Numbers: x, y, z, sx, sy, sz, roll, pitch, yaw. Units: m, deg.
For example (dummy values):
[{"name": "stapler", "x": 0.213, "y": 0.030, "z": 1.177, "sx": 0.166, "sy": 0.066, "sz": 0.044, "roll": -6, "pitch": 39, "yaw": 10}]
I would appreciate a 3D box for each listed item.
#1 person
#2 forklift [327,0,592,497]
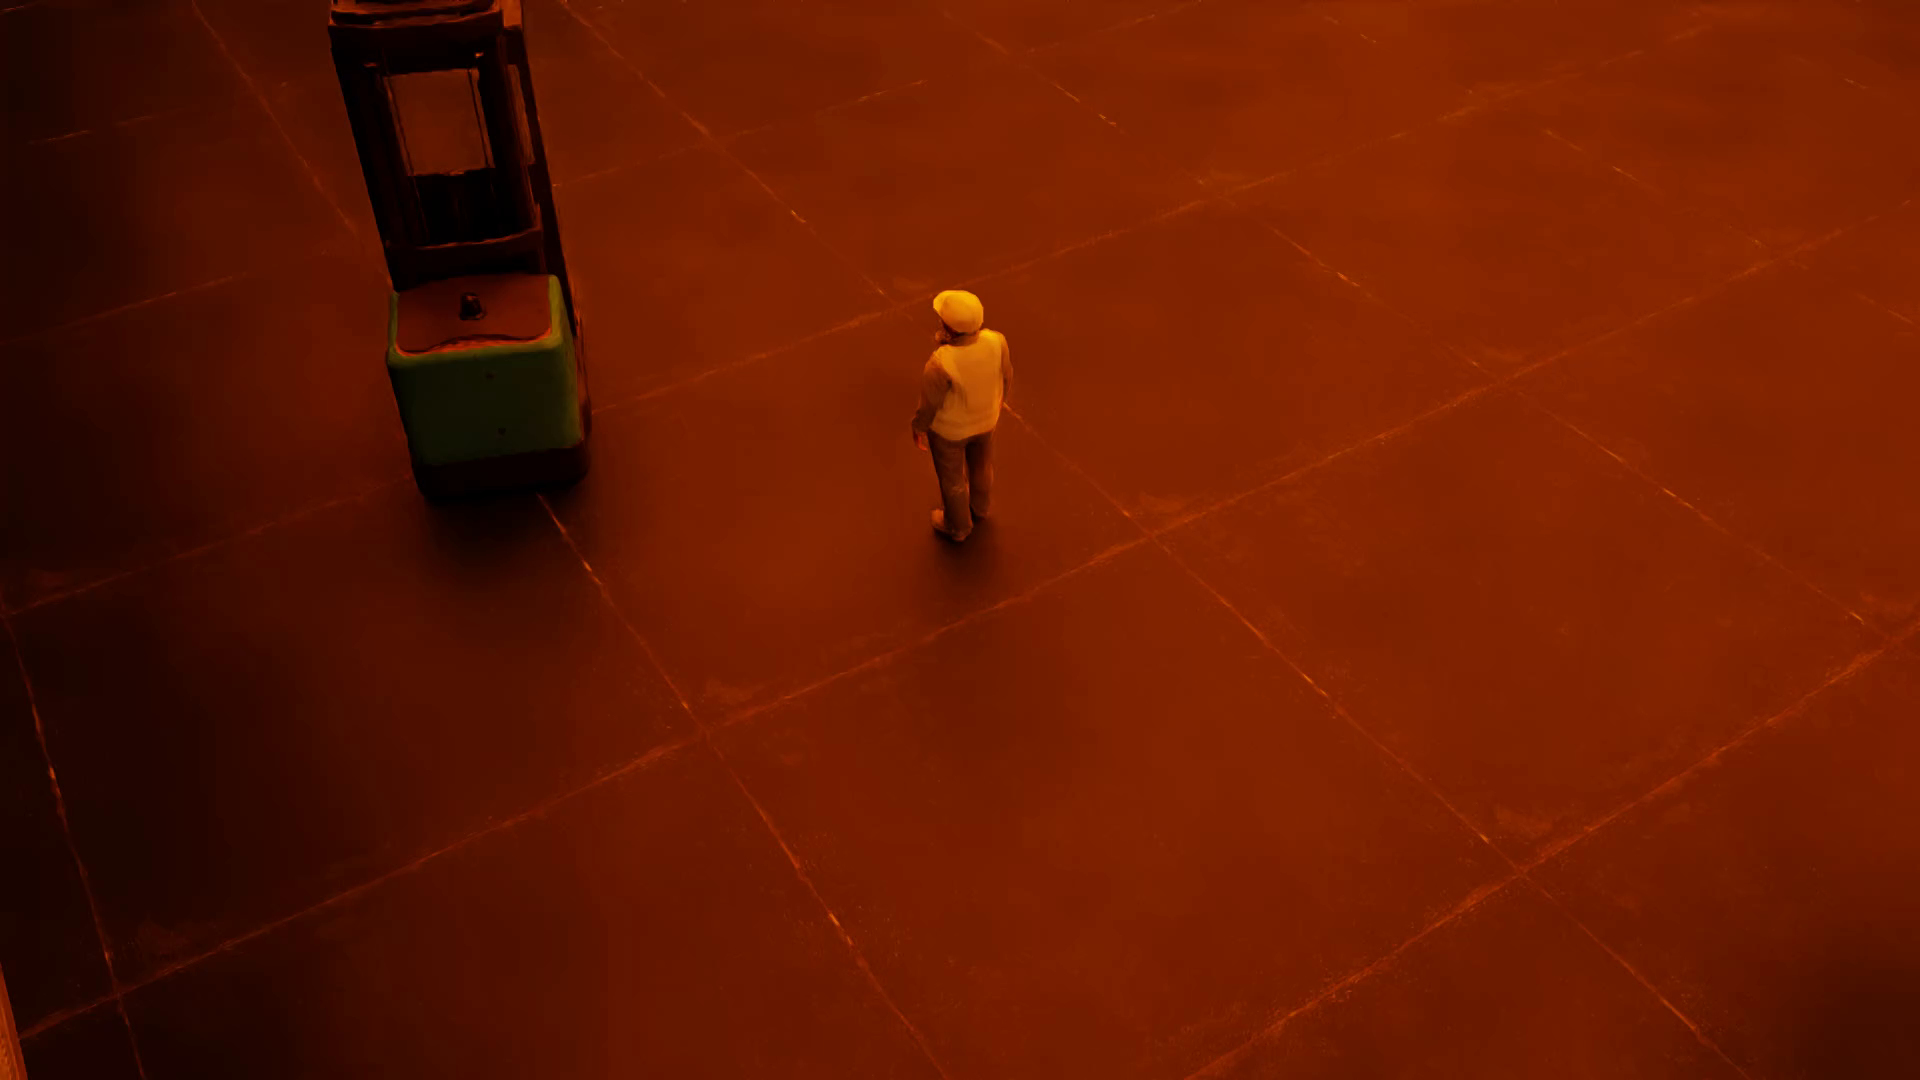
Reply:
[{"name": "person", "x": -0.027, "y": -0.741, "z": 9.527, "sx": 0.632, "sy": 1.773, "sz": 0.567, "roll": -23, "pitch": 46, "yaw": -24}, {"name": "forklift", "x": -3.165, "y": -2.350, "z": 10.560, "sx": 1.130, "sy": 2.935, "sz": 3.031, "roll": -8, "pitch": 42, "yaw": -9}]
